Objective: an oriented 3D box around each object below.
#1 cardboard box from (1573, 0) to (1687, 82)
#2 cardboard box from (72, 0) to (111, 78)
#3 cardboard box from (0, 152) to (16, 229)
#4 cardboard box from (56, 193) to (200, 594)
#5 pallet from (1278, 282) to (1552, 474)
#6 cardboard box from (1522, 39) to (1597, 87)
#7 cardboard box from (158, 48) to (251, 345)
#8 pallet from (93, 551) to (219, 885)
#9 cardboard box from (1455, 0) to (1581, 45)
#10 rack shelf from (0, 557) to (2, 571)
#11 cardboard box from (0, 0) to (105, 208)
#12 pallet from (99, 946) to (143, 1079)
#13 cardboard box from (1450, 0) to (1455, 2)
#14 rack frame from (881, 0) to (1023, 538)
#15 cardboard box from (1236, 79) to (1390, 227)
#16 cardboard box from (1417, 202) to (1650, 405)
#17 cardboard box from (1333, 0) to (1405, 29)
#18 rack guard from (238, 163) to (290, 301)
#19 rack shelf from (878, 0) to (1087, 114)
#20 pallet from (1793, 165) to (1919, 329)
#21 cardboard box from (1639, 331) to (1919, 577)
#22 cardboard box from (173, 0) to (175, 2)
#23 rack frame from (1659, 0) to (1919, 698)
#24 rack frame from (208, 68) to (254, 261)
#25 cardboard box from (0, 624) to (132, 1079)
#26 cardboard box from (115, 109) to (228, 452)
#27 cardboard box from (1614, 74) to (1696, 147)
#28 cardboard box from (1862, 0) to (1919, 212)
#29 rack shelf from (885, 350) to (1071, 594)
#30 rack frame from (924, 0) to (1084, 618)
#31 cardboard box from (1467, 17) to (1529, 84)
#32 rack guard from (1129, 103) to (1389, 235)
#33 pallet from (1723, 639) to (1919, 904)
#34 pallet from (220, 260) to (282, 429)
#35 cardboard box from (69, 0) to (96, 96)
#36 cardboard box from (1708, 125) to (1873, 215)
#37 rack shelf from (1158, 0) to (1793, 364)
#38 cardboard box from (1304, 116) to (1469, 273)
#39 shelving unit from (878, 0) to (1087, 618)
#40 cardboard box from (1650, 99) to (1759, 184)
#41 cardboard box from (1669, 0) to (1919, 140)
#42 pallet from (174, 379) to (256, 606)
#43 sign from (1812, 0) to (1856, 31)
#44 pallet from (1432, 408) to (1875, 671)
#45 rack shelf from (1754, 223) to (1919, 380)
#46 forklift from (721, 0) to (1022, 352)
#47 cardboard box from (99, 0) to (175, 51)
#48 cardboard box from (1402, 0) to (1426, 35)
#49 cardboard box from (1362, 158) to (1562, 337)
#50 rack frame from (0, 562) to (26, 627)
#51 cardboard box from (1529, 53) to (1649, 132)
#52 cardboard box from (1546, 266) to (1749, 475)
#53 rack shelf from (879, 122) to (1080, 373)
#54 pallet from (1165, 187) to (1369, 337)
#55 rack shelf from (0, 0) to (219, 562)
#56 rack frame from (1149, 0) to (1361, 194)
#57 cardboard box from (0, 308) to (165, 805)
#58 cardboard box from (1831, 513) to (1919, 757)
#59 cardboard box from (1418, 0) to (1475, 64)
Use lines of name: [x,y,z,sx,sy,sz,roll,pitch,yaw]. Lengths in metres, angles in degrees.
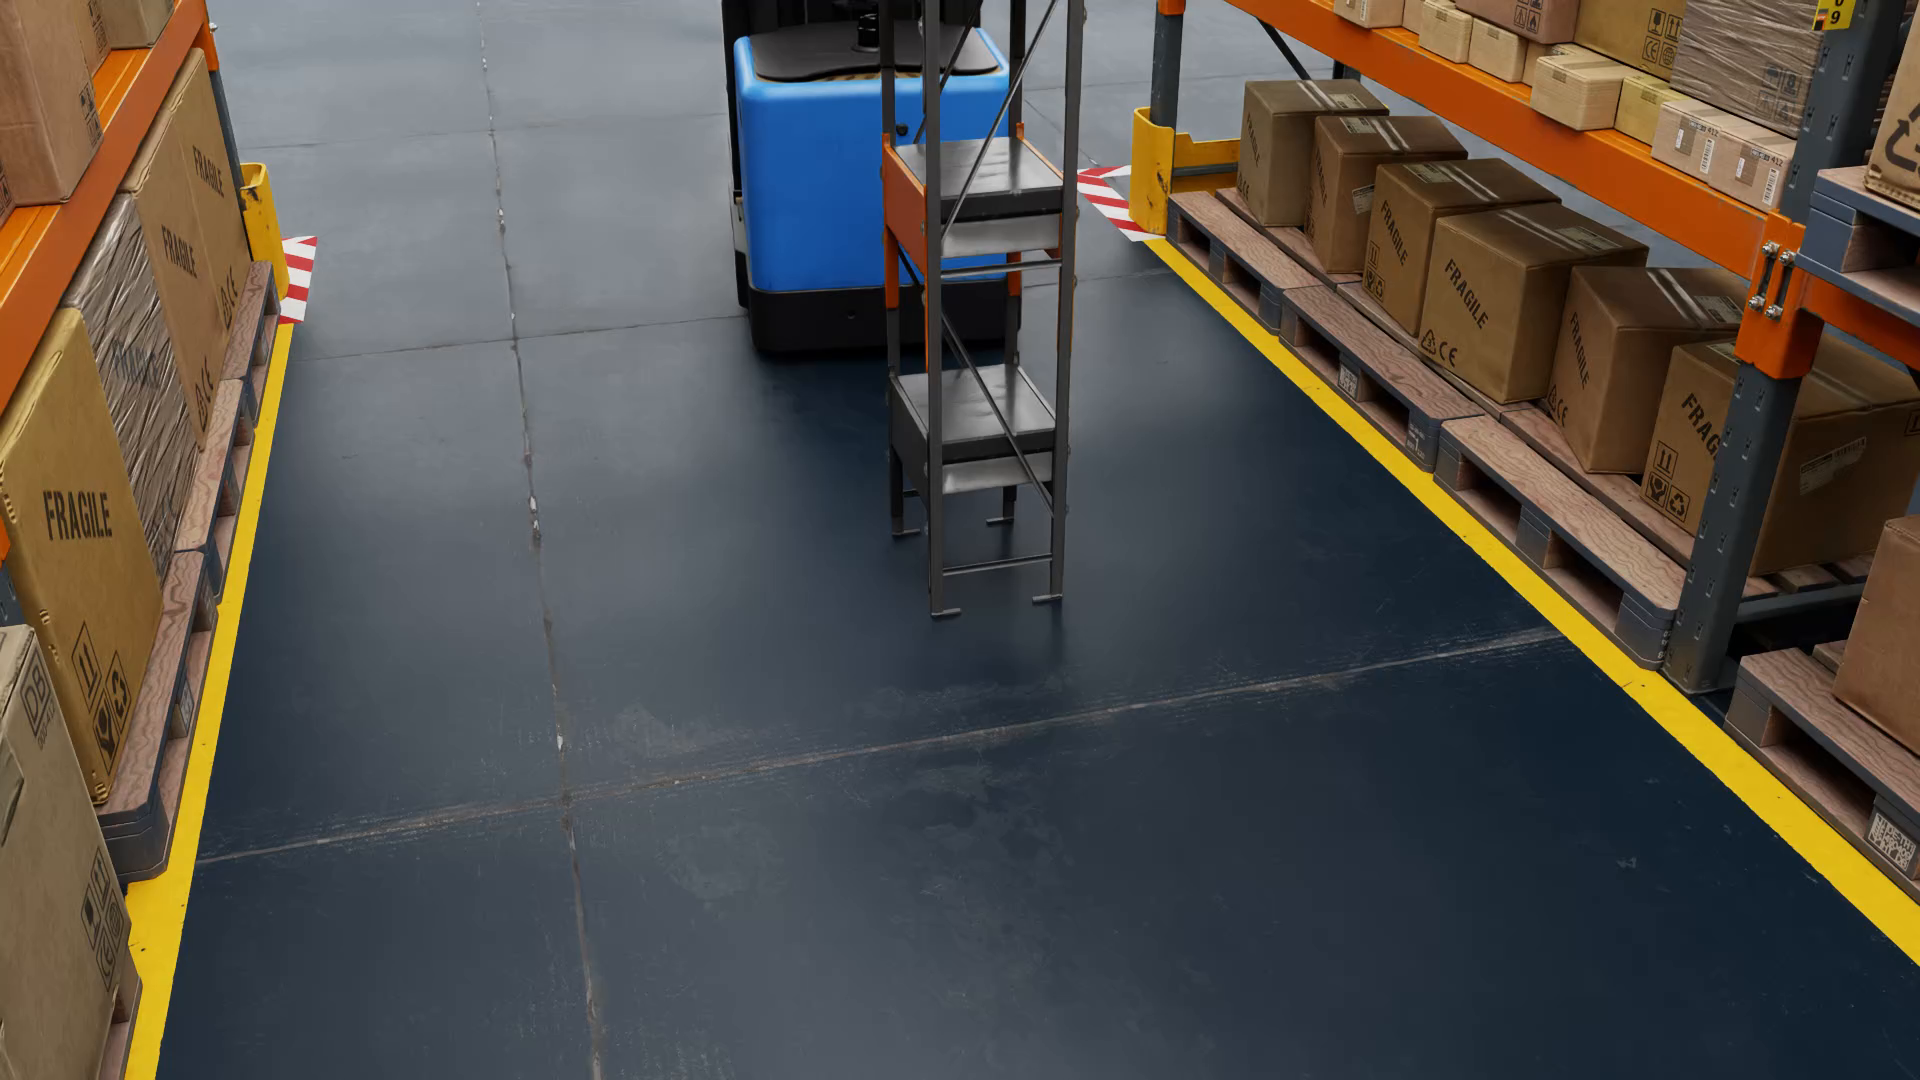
cardboard box: [2.280,-1.609,4.639,0.875,0.500,0.500,-8,31,-13]
cardboard box: [-3.095,-1.629,4.920,0.875,0.550,0.550,-8,31,-13]
cardboard box: [-2.648,-0.859,3.590,0.875,0.550,0.550,-8,31,-13]
cardboard box: [-2.713,-0.365,4.588,0.875,0.875,0.875,-8,31,-13]
pallet: [1.899,-0.669,6.195,1.003,0.211,1.213,-8,31,-13]
cardboard box: [1.919,-1.417,4.954,0.380,0.149,0.250,-8,31,-13]
cardboard box: [-3.189,-1.230,6.083,0.875,0.875,0.875,-8,31,-13]
pallet: [-2.497,0.474,4.220,1.003,0.211,1.213,-8,31,-13]
cardboard box: [2.050,-1.837,5.033,0.875,0.500,0.500,-8,31,-13]
rack shelf: [-1.840,0.922,1.380,1.077,0.370,4.000,-8,31,-13]
cardboard box: [-2.678,-1.135,4.068,0.875,0.550,0.550,-8,31,-13]
pallet: [-2.093,1.215,2.941,1.003,0.211,1.213,-8,31,-13]
cardboard box: [1.957,-2.084,5.460,0.875,0.500,0.500,-8,31,-13]
rack frame: [-0.021,-0.947,4.789,0.400,2.100,0.015,-8,31,-13]
cardboard box: [1.526,-1.694,7.258,0.500,0.500,0.500,-2,30,-4]
cardboard box: [1.971,-0.829,5.764,0.500,0.500,0.500,-11,32,-18]
cardboard box: [1.527,-1.882,5.758,0.380,0.149,0.250,-8,31,-13]
rack guard: [-3.439,-1.217,6.853,1.175,0.500,0.348,-8,31,-13]
rack shelf: [0.044,-1.423,4.242,0.431,0.518,0.480,-8,31,-13]
pallet: [2.501,-0.494,3.301,1.003,0.211,1.213,-8,31,-13]
cardboard box: [2.371,-0.264,4.788,0.500,0.500,0.500,-9,31,-15]
cardboard box: [-3.290,-2.179,5.870,0.875,0.550,0.550,-8,31,-13]
rack frame: [2.438,-0.966,3.924,1.000,3.000,0.127,-8,31,-13]
rack frame: [-3.432,-2.287,6.207,1.000,3.000,0.127,-8,31,-13]
cardboard box: [-2.119,0.725,2.830,1.050,0.750,0.750,-8,31,-14]
cardboard box: [-2.953,-0.806,5.349,0.875,0.875,0.875,-8,31,-14]
cardboard box: [2.032,-1.172,4.532,0.380,0.149,0.250,-8,31,-13]
cardboard box: [2.514,-1.005,2.973,1.000,1.000,1.000,-8,31,-13]
rack shelf: [0.044,-0.211,4.943,0.431,0.518,0.480,-8,31,-13]
rack frame: [0.109,-0.711,4.382,0.400,2.100,0.015,-8,31,-13]
cardboard box: [1.814,-1.532,5.153,0.380,0.149,0.250,-8,31,-13]
rack guard: [1.397,-1.779,7.824,1.175,0.500,0.348,-8,31,-13]
pallet: [2.646,0.617,3.973,1.003,0.211,1.213,-8,31,-13]
pallet: [-3.145,-0.704,6.256,1.003,0.211,1.213,-8,31,-13]
cardboard box: [-2.915,-1.378,4.487,0.875,0.550,0.500,-8,31,-13]
cardboard box: [2.098,-0.922,4.099,0.380,0.149,0.250,-8,31,-13]
rack shelf: [1.908,-1.620,5.773,1.077,0.370,4.000,-8,31,-13]
cardboard box: [1.718,-1.409,6.767,0.500,0.500,0.500,0,30,0]
shelving unit: [0.044,-0.829,4.586,0.431,2.100,0.503,-8,31,-13]
cardboard box: [2.041,-1.044,4.309,0.380,0.149,0.250,-8,31,-13]
cardboard box: [2.379,-1.363,4.214,0.875,0.500,0.500,-8,31,-13]
pallet: [-2.824,-0.116,5.240,1.003,0.211,1.213,-8,31,-13]
sign: [1.917,-1.264,3.576,0.100,0.325,0.005,-8,31,-13]
pallet: [2.226,-0.078,5.175,1.003,0.211,1.213,-8,31,-13]
rack shelf: [2.969,0.312,2.435,1.077,0.370,4.000,-8,31,-13]
forklift: [-0.494,-2.707,7.001,1.130,2.935,3.031,-4,30,-8]
cardboard box: [-3.123,-1.916,5.416,0.875,0.550,0.550,-8,31,-13]
cardboard box: [1.721,-1.779,5.580,0.380,0.149,0.250,-8,31,-13]
cardboard box: [1.866,-1.105,6.240,0.500,0.500,0.500,-5,30,-9]
rack frame: [-2.371,-0.355,2.869,1.000,3.000,0.127,-8,31,-13]
cardboard box: [1.858,-1.278,4.715,0.380,0.149,0.250,-8,31,-13]
cardboard box: [2.211,-0.540,5.264,0.500,0.500,0.500,2,30,3]
rack shelf: [0.044,-0.817,4.593,0.431,0.518,0.480,-8,31,-13]
pallet: [1.578,-1.257,7.211,1.003,0.211,1.213,-8,31,-13]
rack shelf: [-2.901,-1.009,4.718,1.077,0.370,4.000,-8,31,-13]
rack frame: [1.377,-2.897,7.262,1.000,3.000,0.127,-8,31,-13]
cardboard box: [-2.470,0.070,3.837,0.875,0.875,0.875,-7,31,-13]
cardboard box: [2.581,0.225,3.923,0.700,0.500,0.500,-10,32,-17]
cardboard box: [1.714,-1.648,5.354,0.380,0.149,0.250,-8,31,-13]
